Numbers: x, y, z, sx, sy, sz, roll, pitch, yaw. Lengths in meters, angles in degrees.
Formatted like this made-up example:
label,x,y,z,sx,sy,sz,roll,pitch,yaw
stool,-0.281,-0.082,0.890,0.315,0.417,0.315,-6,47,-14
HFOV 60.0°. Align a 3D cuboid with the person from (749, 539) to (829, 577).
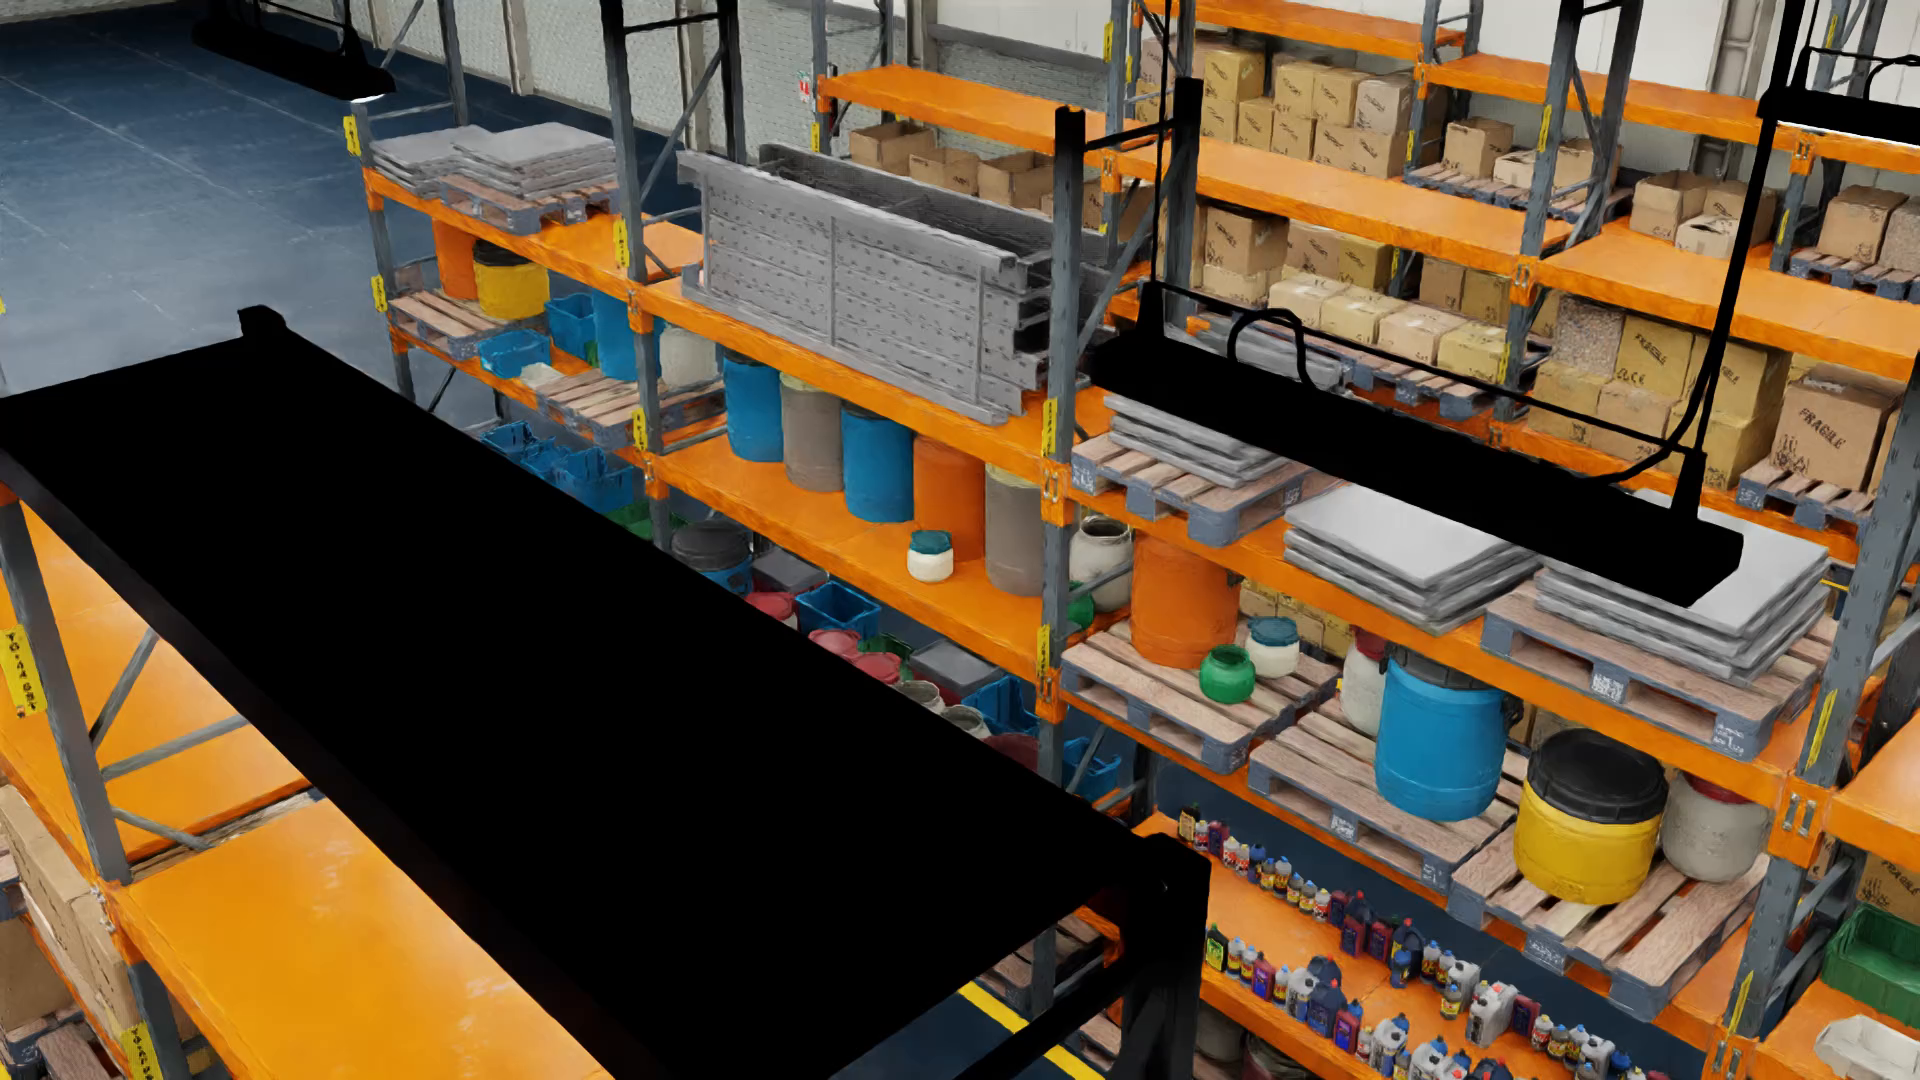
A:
label,x,y,z,sx,sy,sz,roll,pitch,yaw
person,-1.645,-0.419,16.008,0.417,1.517,1.032,-22,35,-35
